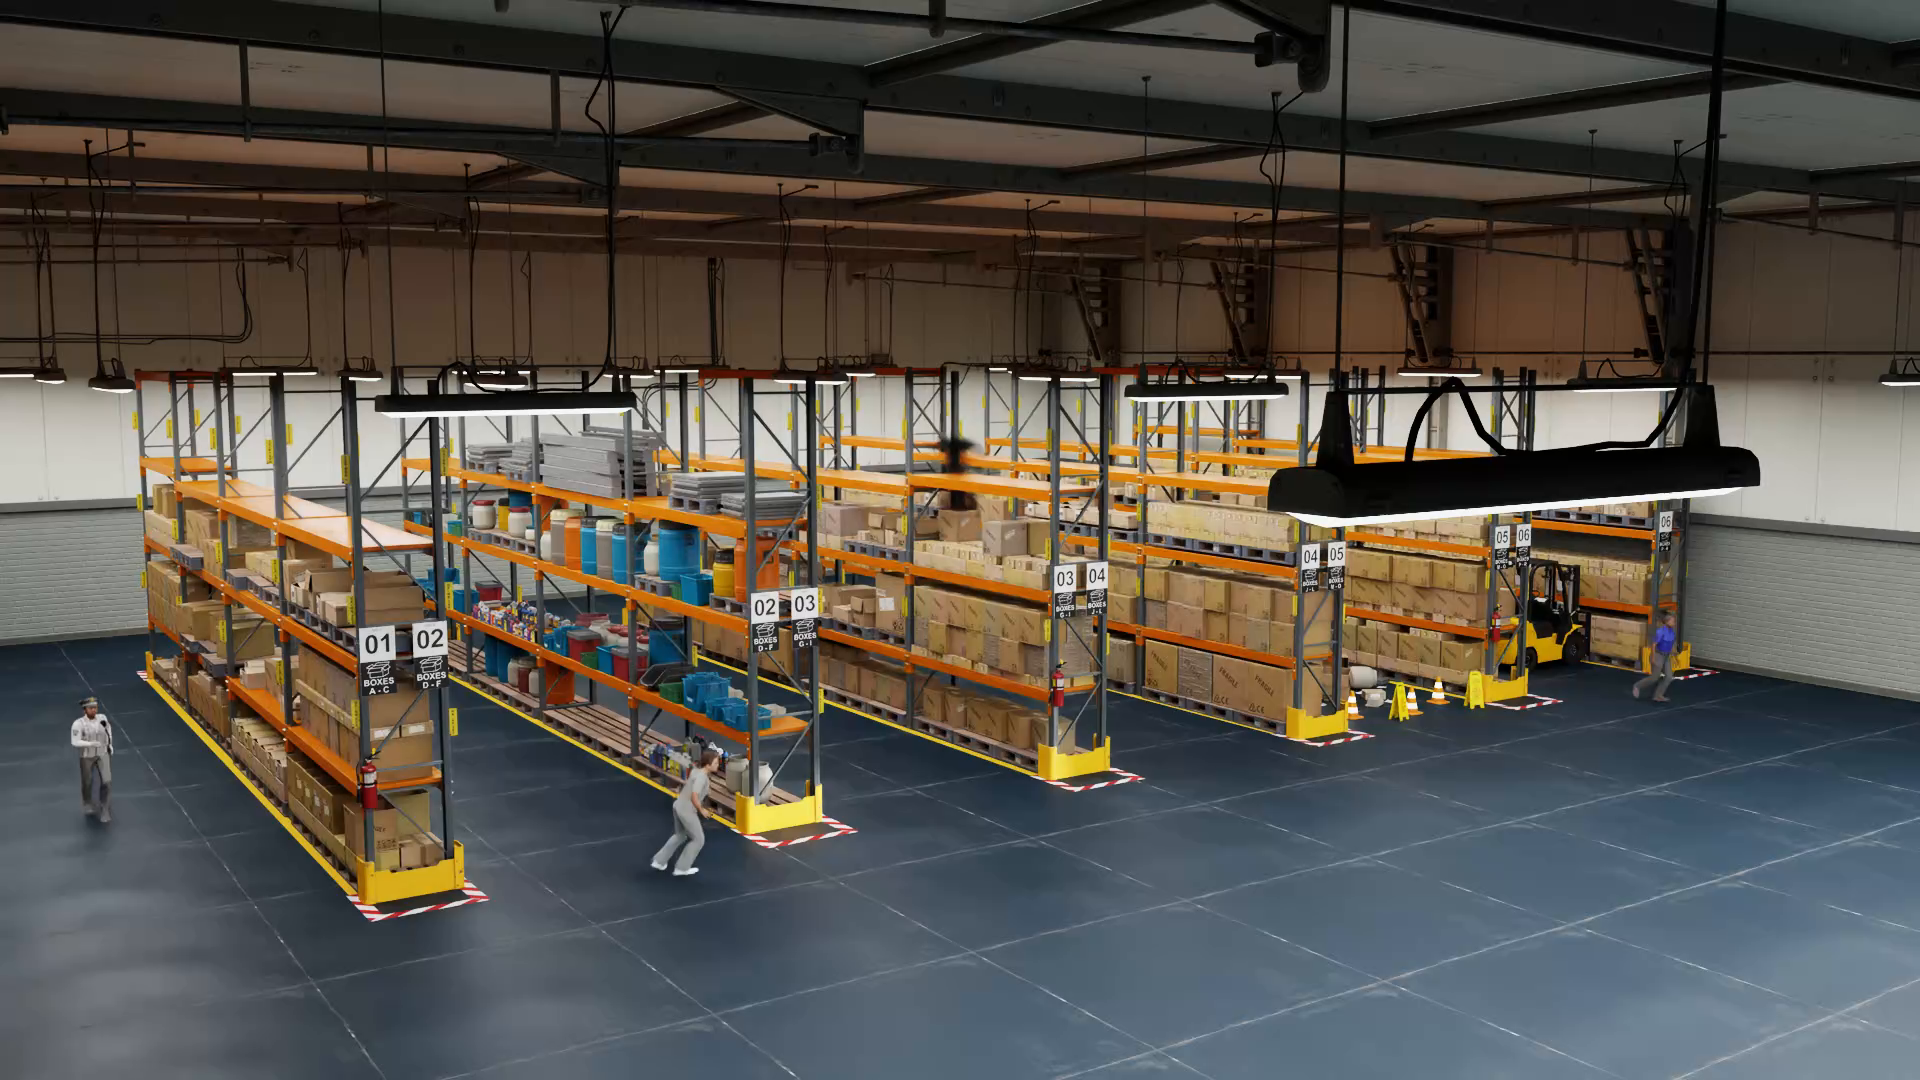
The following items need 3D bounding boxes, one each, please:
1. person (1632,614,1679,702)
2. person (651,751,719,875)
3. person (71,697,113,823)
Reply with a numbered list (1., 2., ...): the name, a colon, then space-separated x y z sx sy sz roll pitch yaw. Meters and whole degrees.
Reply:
1. person: 12.642 2.134 30.230 0.672 1.582 0.612 -4 8 -34
2. person: -3.335 3.307 20.134 0.804 1.529 0.600 -2 7 -21
3. person: -11.722 2.962 22.496 0.551 1.738 0.812 -5 8 -39
